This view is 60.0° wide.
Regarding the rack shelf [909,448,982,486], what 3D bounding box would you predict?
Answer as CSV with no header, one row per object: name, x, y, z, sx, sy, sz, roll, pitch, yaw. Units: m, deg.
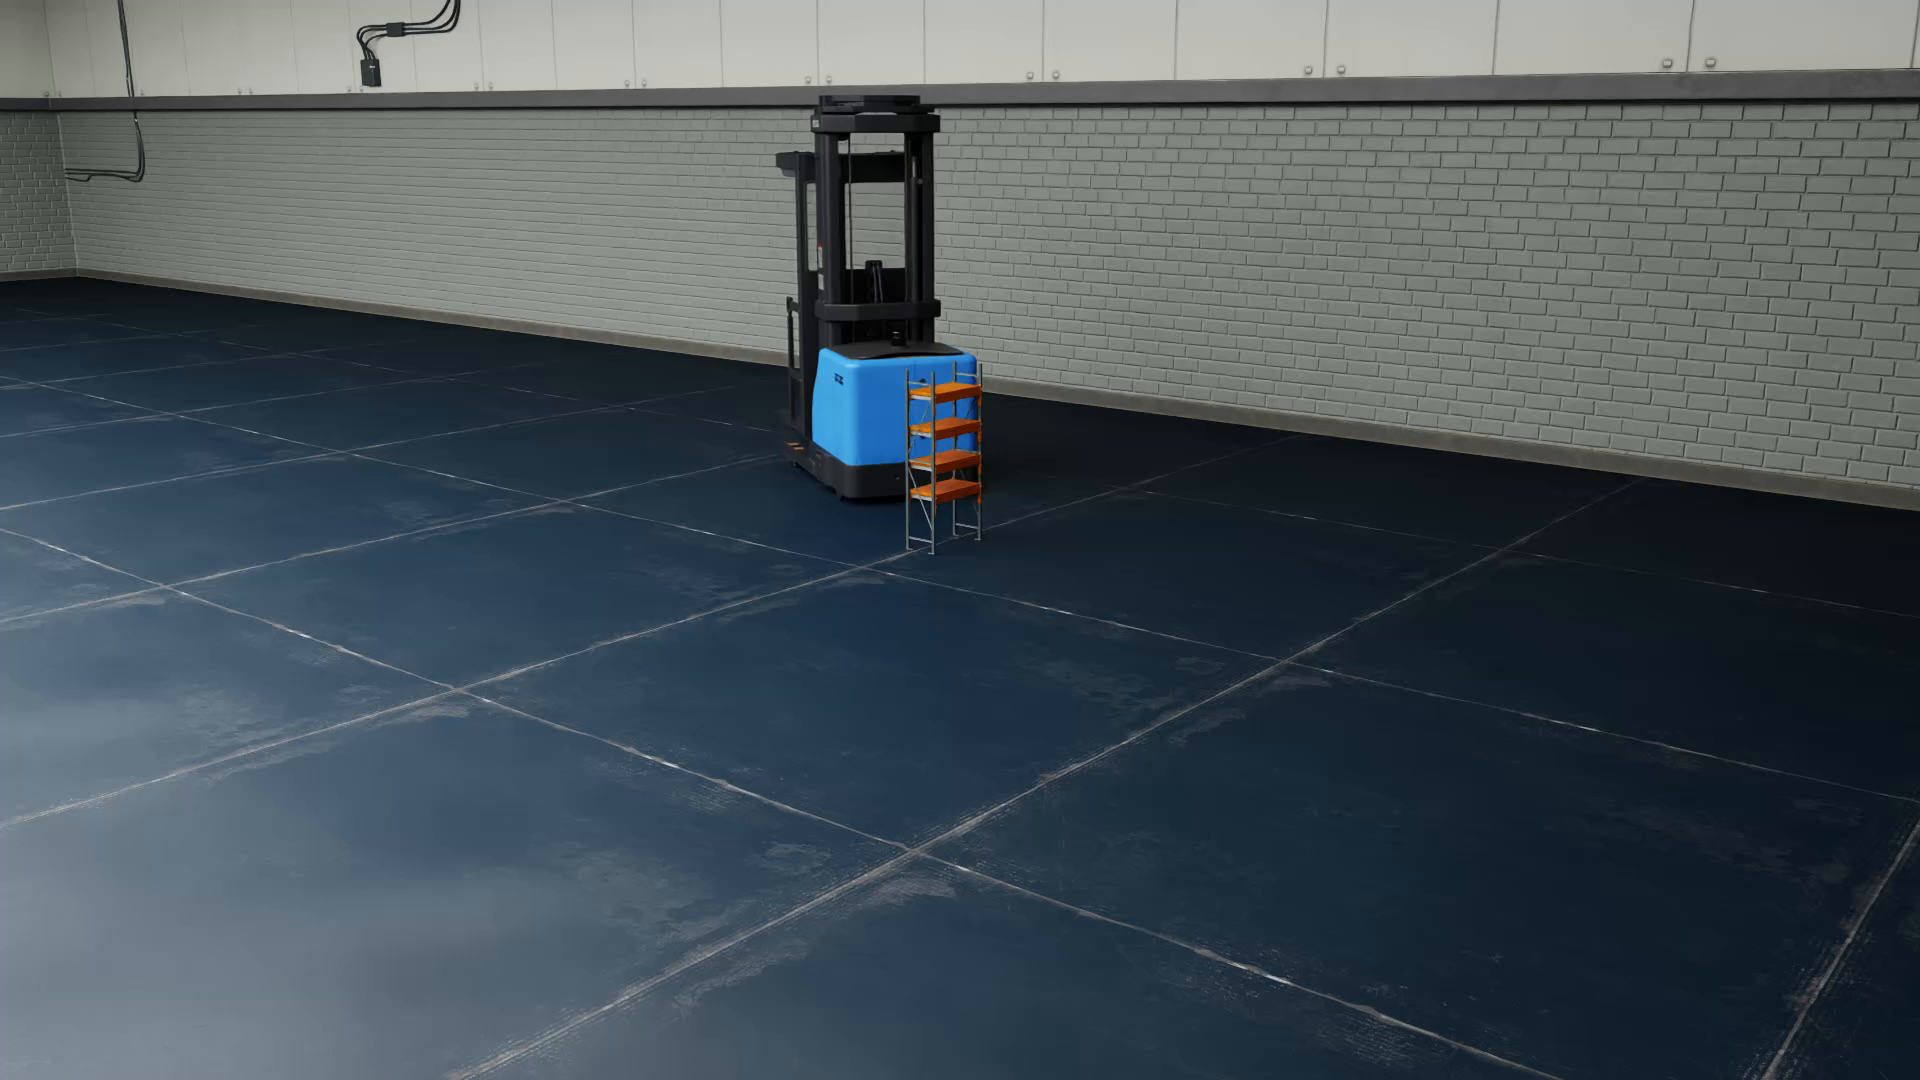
rack shelf,-0.104,-0.485,10.994,0.258,0.148,0.480,11,18,38

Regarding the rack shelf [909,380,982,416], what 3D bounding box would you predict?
rack shelf,-0.104,-0.931,10.880,0.258,0.148,0.480,11,18,38

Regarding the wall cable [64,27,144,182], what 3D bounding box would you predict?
wall cable,-14.779,-7.381,28.333,3.097,2.526,0.112,11,18,38

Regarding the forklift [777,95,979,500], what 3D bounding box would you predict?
forklift,-0.809,-2.035,13.306,1.130,2.935,3.031,-5,15,-19

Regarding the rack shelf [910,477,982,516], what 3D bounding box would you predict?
rack shelf,-0.104,-0.292,11.043,0.258,0.148,0.480,11,18,38

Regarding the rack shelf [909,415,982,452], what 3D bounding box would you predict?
rack shelf,-0.104,-0.701,10.939,0.258,0.148,0.480,11,18,38

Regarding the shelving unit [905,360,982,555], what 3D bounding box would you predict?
shelving unit,-0.104,-0.550,10.977,0.258,1.200,0.503,11,18,38

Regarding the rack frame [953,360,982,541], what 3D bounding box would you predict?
rack frame,0.049,-0.597,11.161,0.240,1.200,0.015,11,18,38

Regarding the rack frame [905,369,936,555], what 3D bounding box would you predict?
rack frame,-0.257,-0.503,10.793,0.240,1.200,0.015,11,18,38

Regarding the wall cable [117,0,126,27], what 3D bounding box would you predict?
wall cable,-12.675,-9.410,26.063,3.097,2.526,0.112,11,18,38

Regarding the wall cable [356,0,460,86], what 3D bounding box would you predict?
wall cable,-7.405,-9.062,21.737,2.305,6.003,0.169,11,18,38
